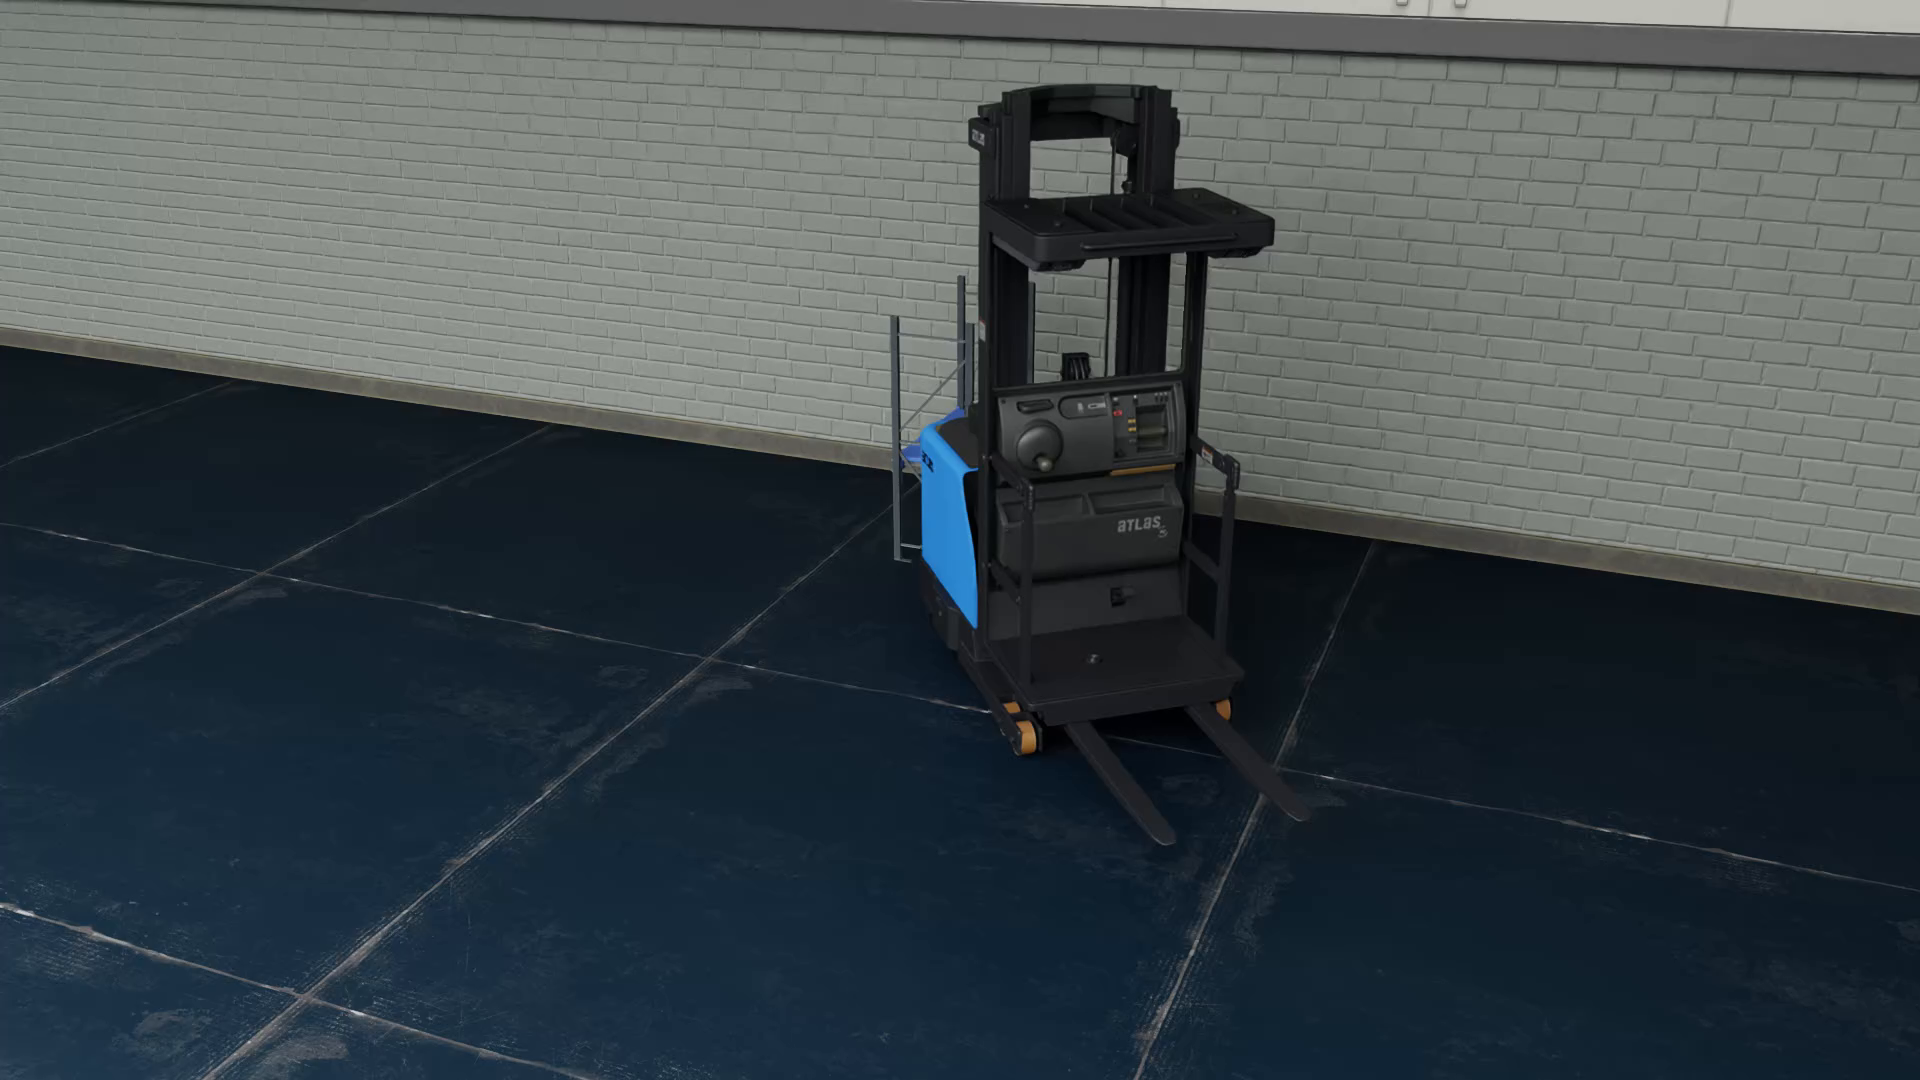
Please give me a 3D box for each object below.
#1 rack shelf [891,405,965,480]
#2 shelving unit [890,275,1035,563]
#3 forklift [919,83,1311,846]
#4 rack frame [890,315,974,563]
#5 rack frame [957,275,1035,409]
[{"bbox_3d":[0.032,-0.557,10.103,0.538,0.185,1.000,9,24,20],"label":"rack shelf"},{"bbox_3d":[0.032,-0.723,10.034,0.538,1.500,1.048,9,24,20],"label":"shelving unit"},{"bbox_3d":[0.694,-0.509,7.667,1.130,2.935,3.031,-7,24,-16],"label":"forklift"},{"bbox_3d":[-0.157,-0.541,9.599,0.500,1.500,0.032,9,24,20],"label":"rack frame"},{"bbox_3d":[0.220,-0.904,10.470,0.500,1.500,0.032,9,24,20],"label":"rack frame"}]
